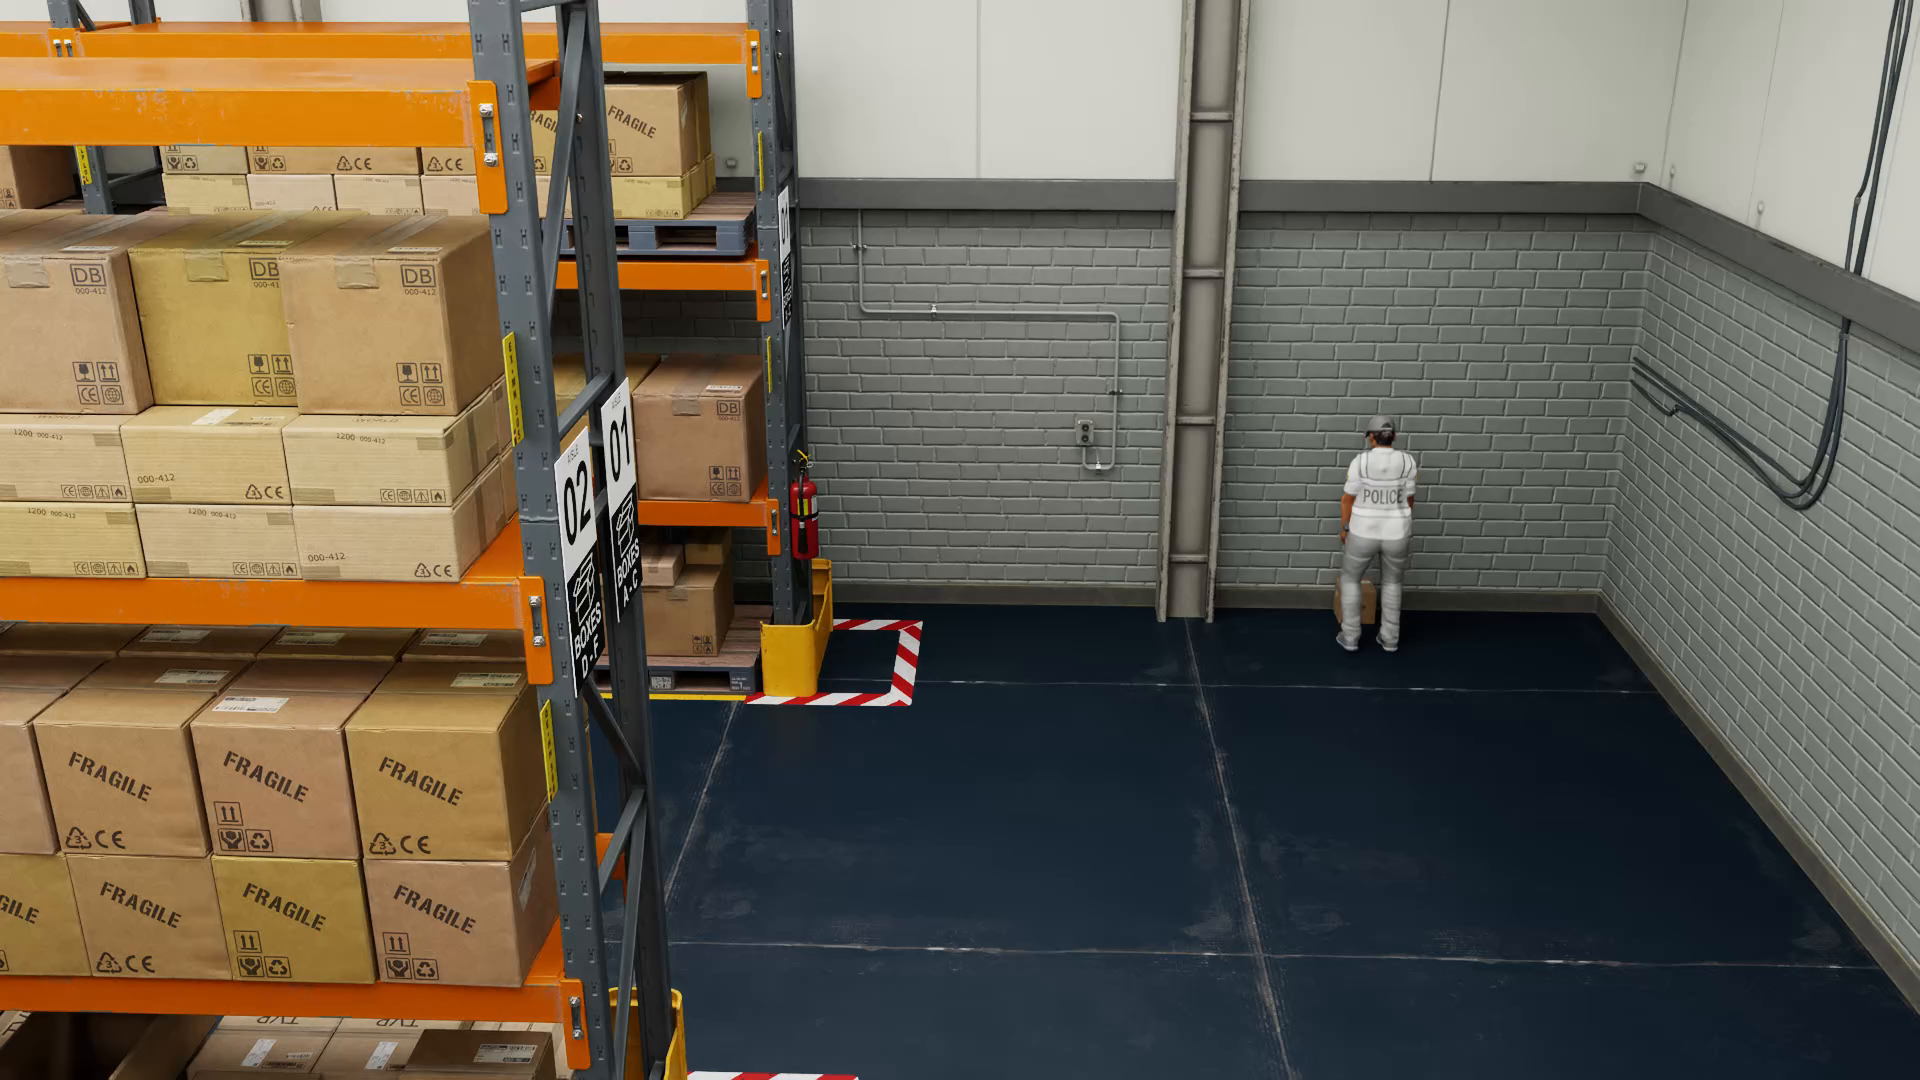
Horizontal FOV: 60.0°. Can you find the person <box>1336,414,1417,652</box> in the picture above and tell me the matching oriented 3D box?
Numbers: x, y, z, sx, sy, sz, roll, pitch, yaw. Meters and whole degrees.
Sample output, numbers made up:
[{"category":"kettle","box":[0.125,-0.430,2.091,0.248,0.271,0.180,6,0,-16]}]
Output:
[{"category":"person","box":[2.793,-0.034,11.216,0.483,1.645,0.428,1,21,3]}]
